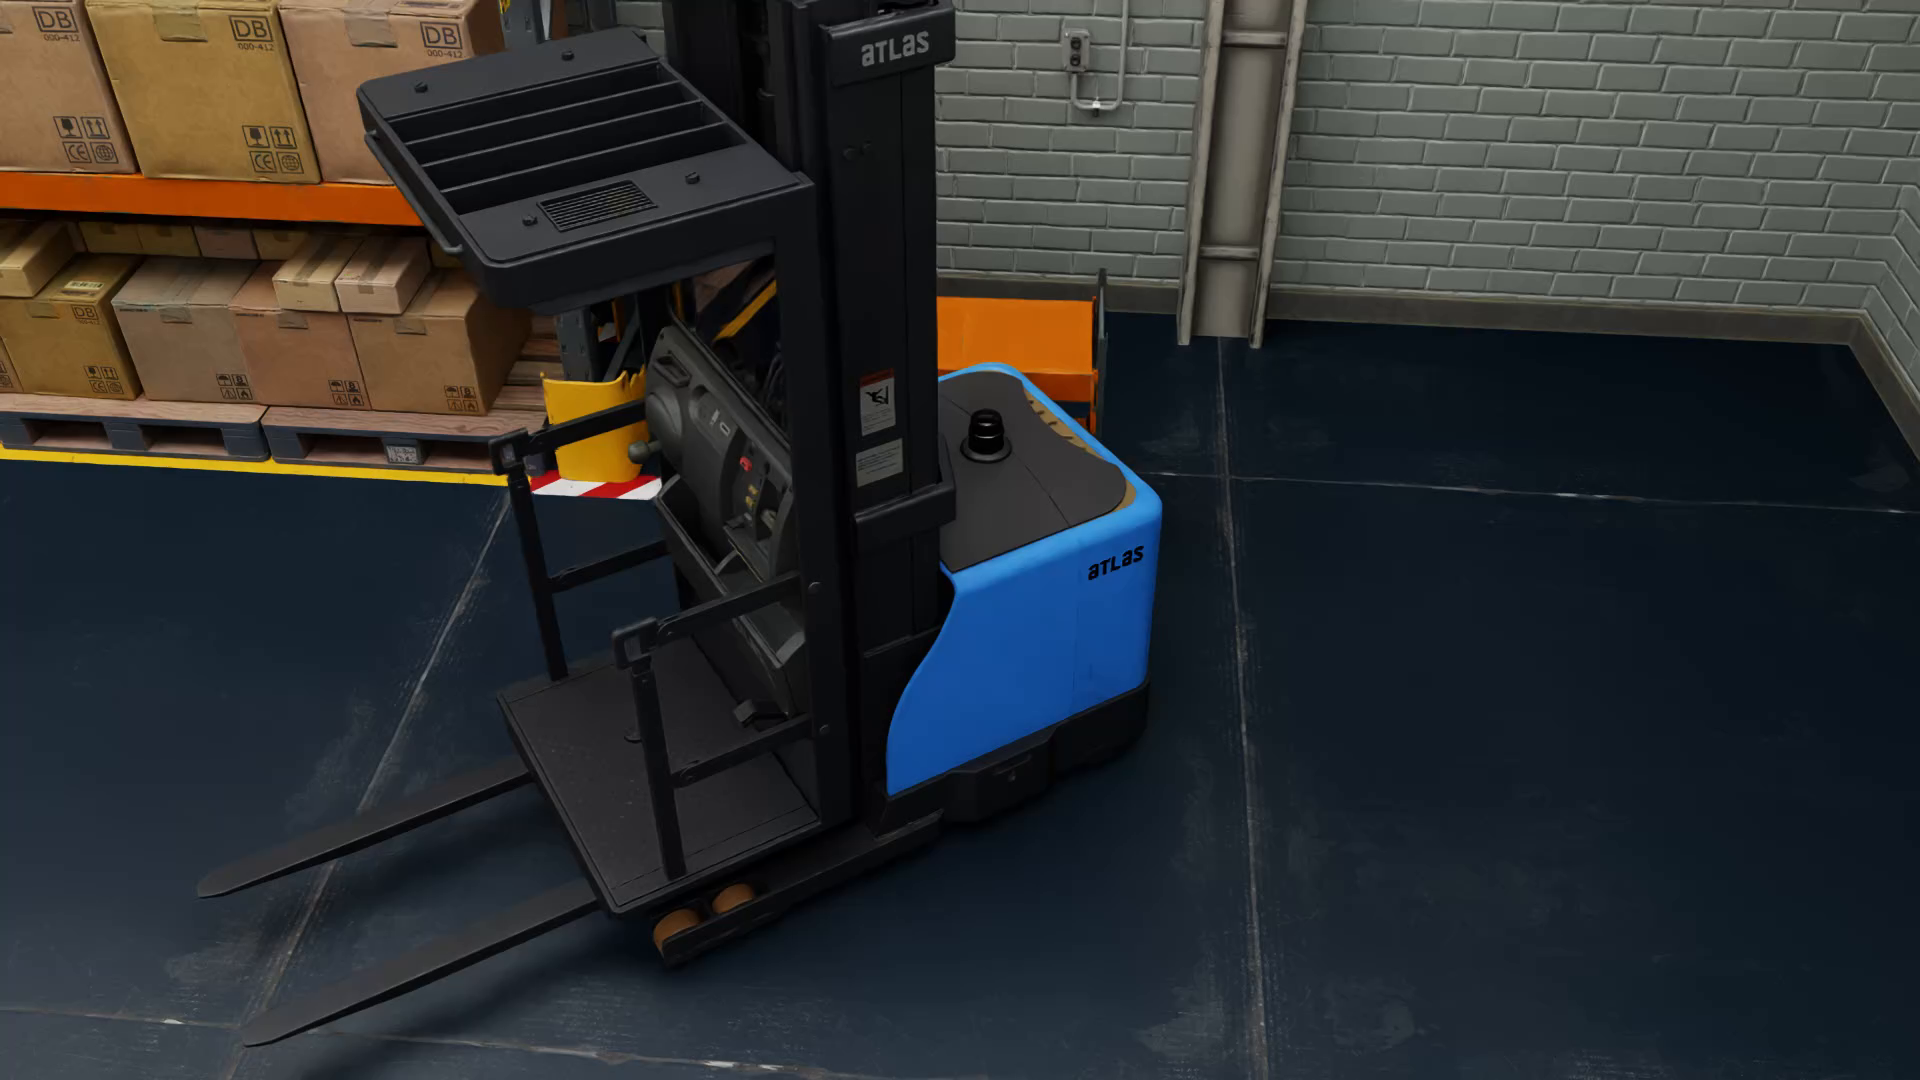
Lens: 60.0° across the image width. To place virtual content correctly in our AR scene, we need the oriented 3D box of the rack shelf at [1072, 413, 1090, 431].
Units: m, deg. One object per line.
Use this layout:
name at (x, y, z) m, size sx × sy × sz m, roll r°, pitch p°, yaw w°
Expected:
rack shelf at (0.011, -0.258, 6.563) m, size 1.000 × 0.278 × 0.538 m, roll 2°, pitch 39°, yaw 3°

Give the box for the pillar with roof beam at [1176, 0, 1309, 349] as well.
pillar with roof beam at (0.871, -1.796, 1.828) m, size 0.400 × 9.000 × 9.100 m, roll 3°, pitch 39°, yaw 4°

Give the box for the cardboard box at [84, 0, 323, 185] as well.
cardboard box at (-2.757, -1.950, 6.532) m, size 0.700 × 0.700 × 0.980 m, roll 3°, pitch 39°, yaw 3°

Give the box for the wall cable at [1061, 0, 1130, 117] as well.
wall cable at (-0.165, -2.699, 6.885) m, size 1.851 × 1.984 × 0.084 m, roll 3°, pitch 39°, yaw 4°

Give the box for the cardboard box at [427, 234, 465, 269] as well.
cardboard box at (-2.086, -1.319, 7.128) m, size 0.250 × 0.149 × 0.380 m, roll 3°, pitch 39°, yaw 4°

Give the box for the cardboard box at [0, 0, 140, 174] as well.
cardboard box at (-3.516, -1.997, 6.590) m, size 0.700 × 0.700 × 0.980 m, roll 1°, pitch 39°, yaw 2°

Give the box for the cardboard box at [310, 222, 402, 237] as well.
cardboard box at (-2.591, -1.346, 7.161) m, size 0.250 × 0.149 × 0.380 m, roll 3°, pitch 39°, yaw 4°

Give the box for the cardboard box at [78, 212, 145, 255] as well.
cardboard box at (-3.602, -1.401, 7.228) m, size 0.250 × 0.149 × 0.380 m, roll 2°, pitch 39°, yaw 3°

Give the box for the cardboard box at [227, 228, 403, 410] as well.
cardboard box at (-2.727, -0.975, 7.220) m, size 0.500 × 0.500 × 0.700 m, roll 3°, pitch 39°, yaw 4°

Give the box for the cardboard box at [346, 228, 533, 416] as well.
cardboard box at (-2.228, -0.948, 7.186) m, size 0.500 × 0.500 × 0.700 m, roll 3°, pitch 39°, yaw 4°

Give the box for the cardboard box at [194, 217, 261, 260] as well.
cardboard box at (-3.094, -1.373, 7.194) m, size 0.250 × 0.149 × 0.380 m, roll 4°, pitch 39°, yaw 4°

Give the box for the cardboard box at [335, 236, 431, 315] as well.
cardboard box at (-2.372, -1.092, 6.849) m, size 0.250 × 0.149 × 0.380 m, roll 3°, pitch 39°, yaw 3°

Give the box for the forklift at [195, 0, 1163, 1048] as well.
forklift at (-0.874, -0.215, 4.692) m, size 3.031 × 2.935 × 1.130 m, roll -21°, pitch 43°, yaw -23°

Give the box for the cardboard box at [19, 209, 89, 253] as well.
cardboard box at (-3.859, -1.414, 7.245) m, size 0.250 × 0.149 × 0.380 m, roll 4°, pitch 39°, yaw 4°

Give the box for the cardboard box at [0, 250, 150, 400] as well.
cardboard box at (-3.760, -1.027, 7.283) m, size 0.500 × 0.500 × 0.700 m, roll 4°, pitch 39°, yaw 5°

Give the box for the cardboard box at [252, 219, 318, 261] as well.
cardboard box at (-2.840, -1.360, 7.178) m, size 0.250 × 0.149 × 0.380 m, roll 3°, pitch 39°, yaw 4°

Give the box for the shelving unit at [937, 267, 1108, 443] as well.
shelving unit at (0.011, -0.447, 6.408) m, size 1.048 × 1.125 × 0.538 m, roll 2°, pitch 39°, yaw 3°

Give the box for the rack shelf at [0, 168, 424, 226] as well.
rack shelf at (-3.515, -1.609, 6.921) m, size 4.000 × 0.370 × 1.077 m, roll 3°, pitch 39°, yaw 4°

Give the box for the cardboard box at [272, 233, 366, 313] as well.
cardboard box at (-2.626, -1.106, 6.866) m, size 0.250 × 0.149 × 0.380 m, roll 4°, pitch 39°, yaw 5°

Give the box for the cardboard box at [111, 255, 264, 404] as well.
cardboard box at (-3.228, -1.002, 7.253) m, size 0.500 × 0.500 × 0.700 m, roll 2°, pitch 39°, yaw 2°

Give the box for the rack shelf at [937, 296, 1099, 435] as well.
rack shelf at (0.011, -0.674, 6.224) m, size 1.000 × 0.278 × 0.538 m, roll 2°, pitch 39°, yaw 3°

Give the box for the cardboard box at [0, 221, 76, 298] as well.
cardboard box at (-3.925, -1.175, 6.951) m, size 0.250 × 0.149 × 0.380 m, roll 2°, pitch 39°, yaw 3°

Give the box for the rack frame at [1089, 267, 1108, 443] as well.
rack frame at (0.519, -0.427, 6.384) m, size 0.032 × 1.125 × 0.500 m, roll 2°, pitch 39°, yaw 3°

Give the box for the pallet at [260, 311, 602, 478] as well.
pallet at (-2.325, -0.692, 7.433) m, size 1.213 × 0.211 × 1.003 m, roll 3°, pitch 39°, yaw 4°

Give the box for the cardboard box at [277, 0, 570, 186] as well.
cardboard box at (-2.031, -1.917, 6.492) m, size 0.700 × 0.700 × 0.980 m, roll 5°, pitch 39°, yaw 6°

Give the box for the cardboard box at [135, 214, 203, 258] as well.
cardboard box at (-3.349, -1.387, 7.211) m, size 0.250 × 0.149 × 0.380 m, roll 4°, pitch 39°, yaw 4°

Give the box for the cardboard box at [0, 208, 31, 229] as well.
cardboard box at (-4.111, -1.428, 7.262) m, size 0.250 × 0.149 × 0.380 m, roll 2°, pitch 39°, yaw 2°

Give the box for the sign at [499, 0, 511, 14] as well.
sign at (-1.583, -1.980, 5.701) m, size 0.005 × 0.325 × 0.100 m, roll 3°, pitch 39°, yaw 4°

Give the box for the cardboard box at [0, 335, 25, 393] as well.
cardboard box at (-4.271, -1.056, 7.319) m, size 0.500 × 0.500 × 0.700 m, roll 3°, pitch 39°, yaw 3°

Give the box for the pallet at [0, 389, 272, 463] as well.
pallet at (-3.537, -0.760, 7.517) m, size 1.213 × 0.211 × 1.003 m, roll 3°, pitch 39°, yaw 4°

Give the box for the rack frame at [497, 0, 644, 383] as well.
rack frame at (-1.522, -1.779, 6.560) m, size 0.127 × 3.000 × 1.000 m, roll 3°, pitch 39°, yaw 4°

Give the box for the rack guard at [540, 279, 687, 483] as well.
rack guard at (-1.498, -0.809, 7.347) m, size 0.348 × 0.500 × 1.175 m, roll 3°, pitch 39°, yaw 4°
